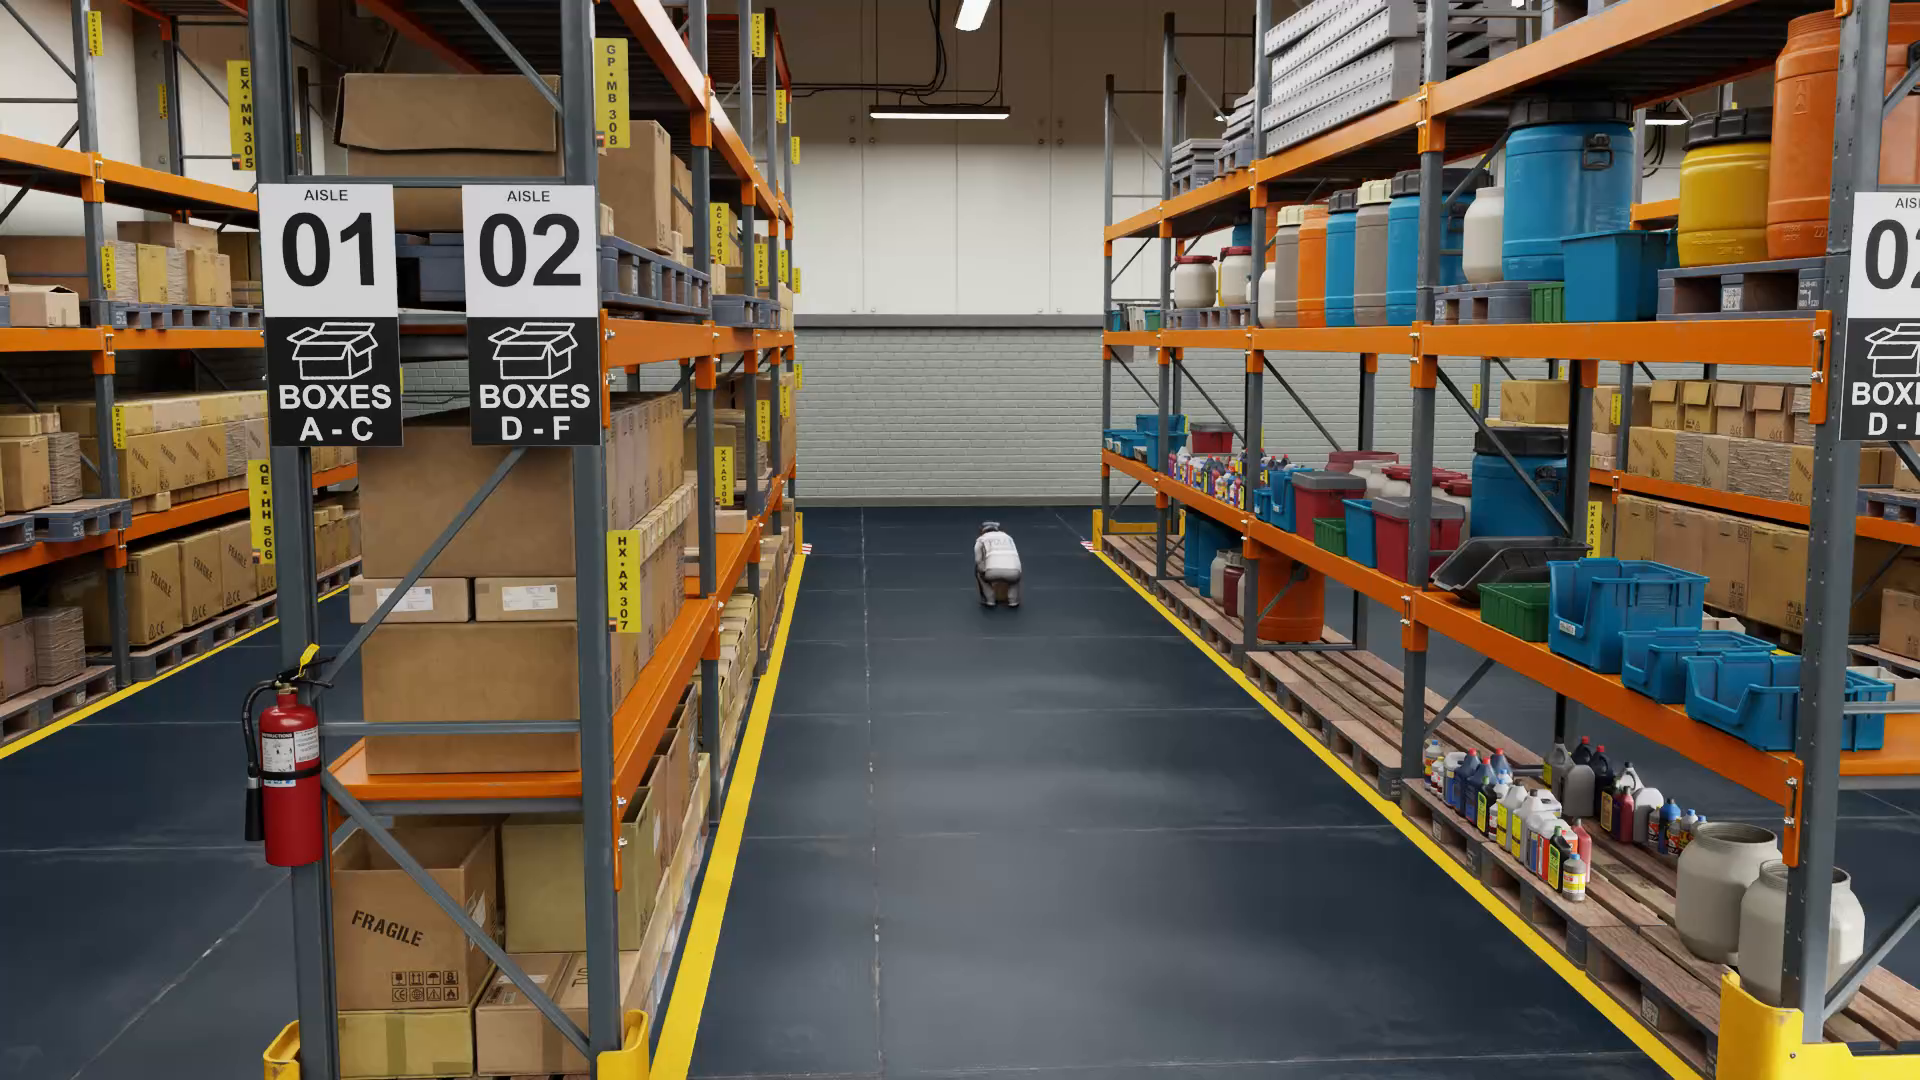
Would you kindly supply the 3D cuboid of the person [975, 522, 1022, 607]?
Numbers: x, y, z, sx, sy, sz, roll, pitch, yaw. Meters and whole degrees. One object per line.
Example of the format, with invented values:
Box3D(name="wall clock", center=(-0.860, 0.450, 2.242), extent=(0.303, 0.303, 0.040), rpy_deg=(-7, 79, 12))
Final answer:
Box3D(name="person", center=(0.396, 0.262, 17.188), extent=(0.476, 0.848, 0.870), rpy_deg=(0, 7, -4))
